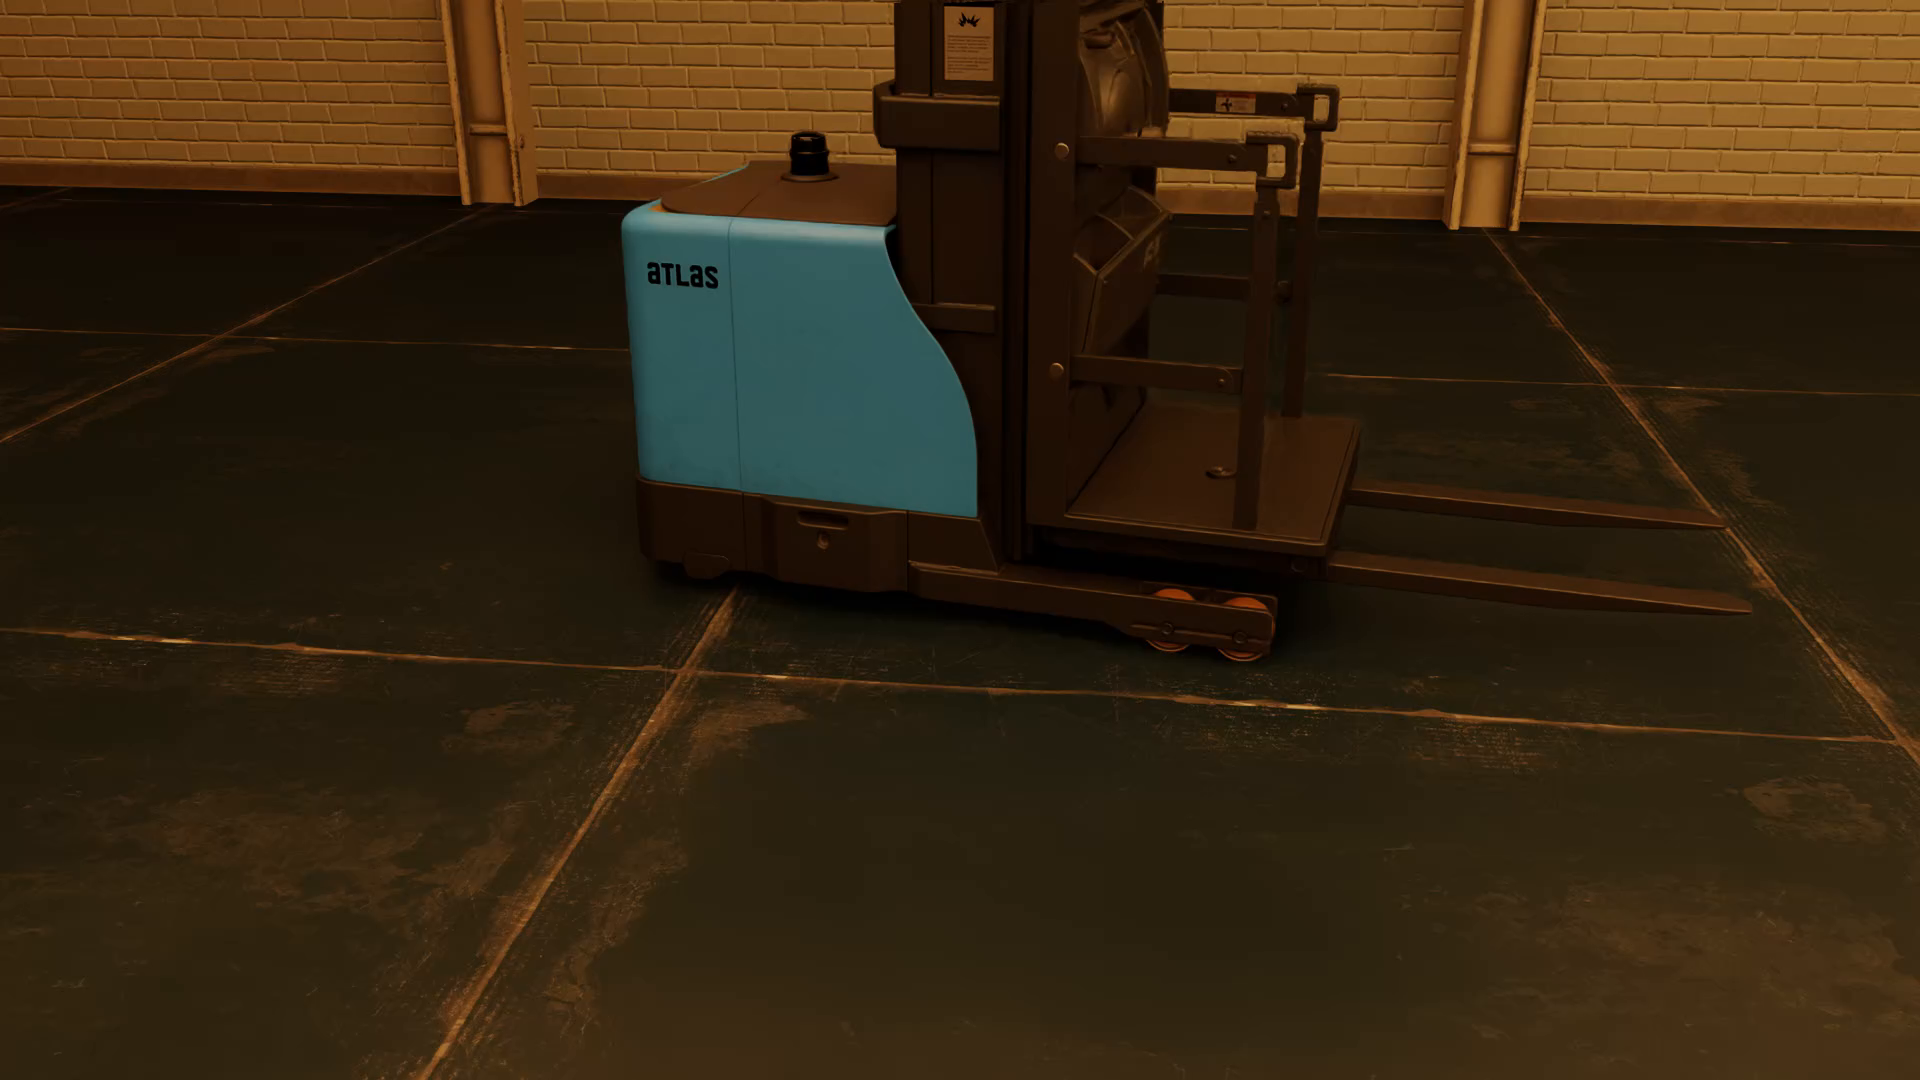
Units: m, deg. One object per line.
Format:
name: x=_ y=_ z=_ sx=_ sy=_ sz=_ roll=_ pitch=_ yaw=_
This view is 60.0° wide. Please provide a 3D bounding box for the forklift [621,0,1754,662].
forklift: x=0.630 y=-1.261 z=4.385 sx=3.031 sy=2.935 sz=1.130 roll=7 pitch=23 yaw=16
